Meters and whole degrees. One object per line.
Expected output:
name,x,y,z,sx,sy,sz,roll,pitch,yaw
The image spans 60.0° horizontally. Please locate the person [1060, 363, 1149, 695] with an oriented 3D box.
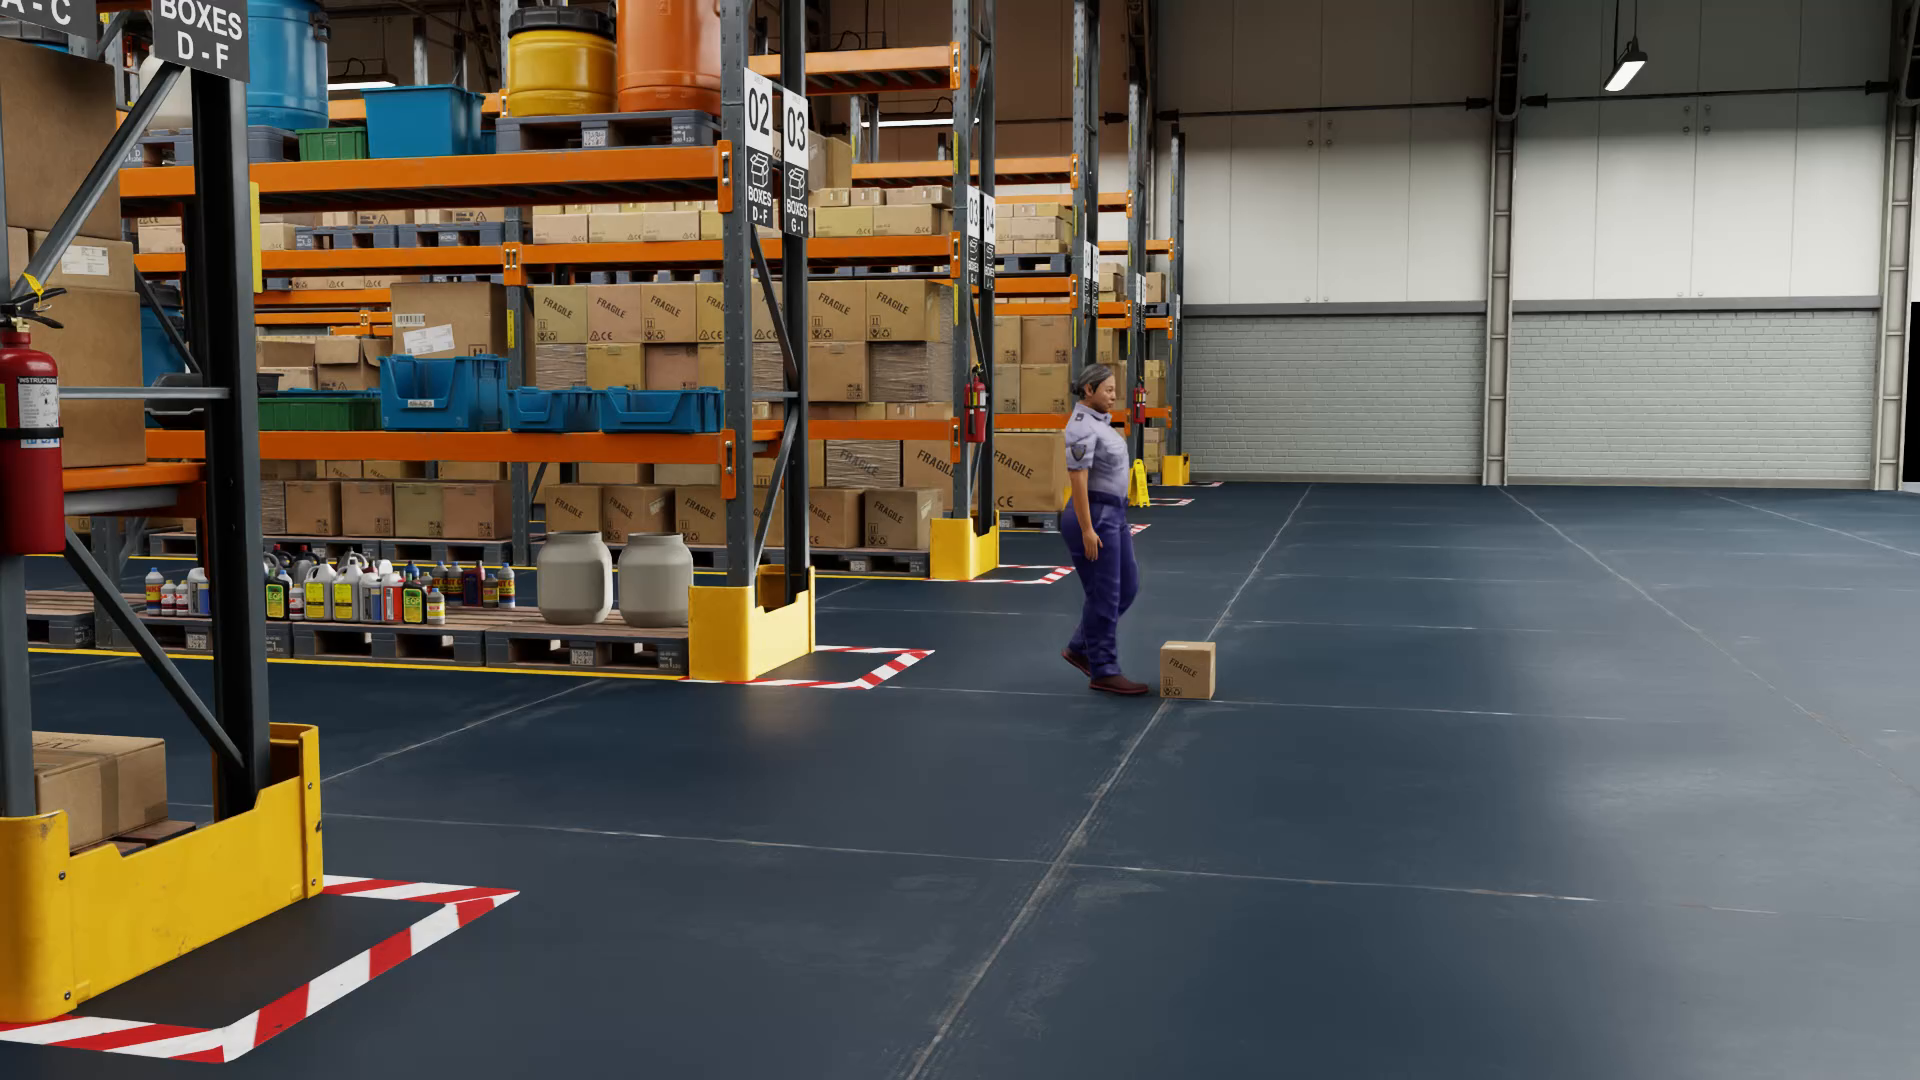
person,0.730,-0.048,8.417,0.492,1.658,0.511,1,5,14
